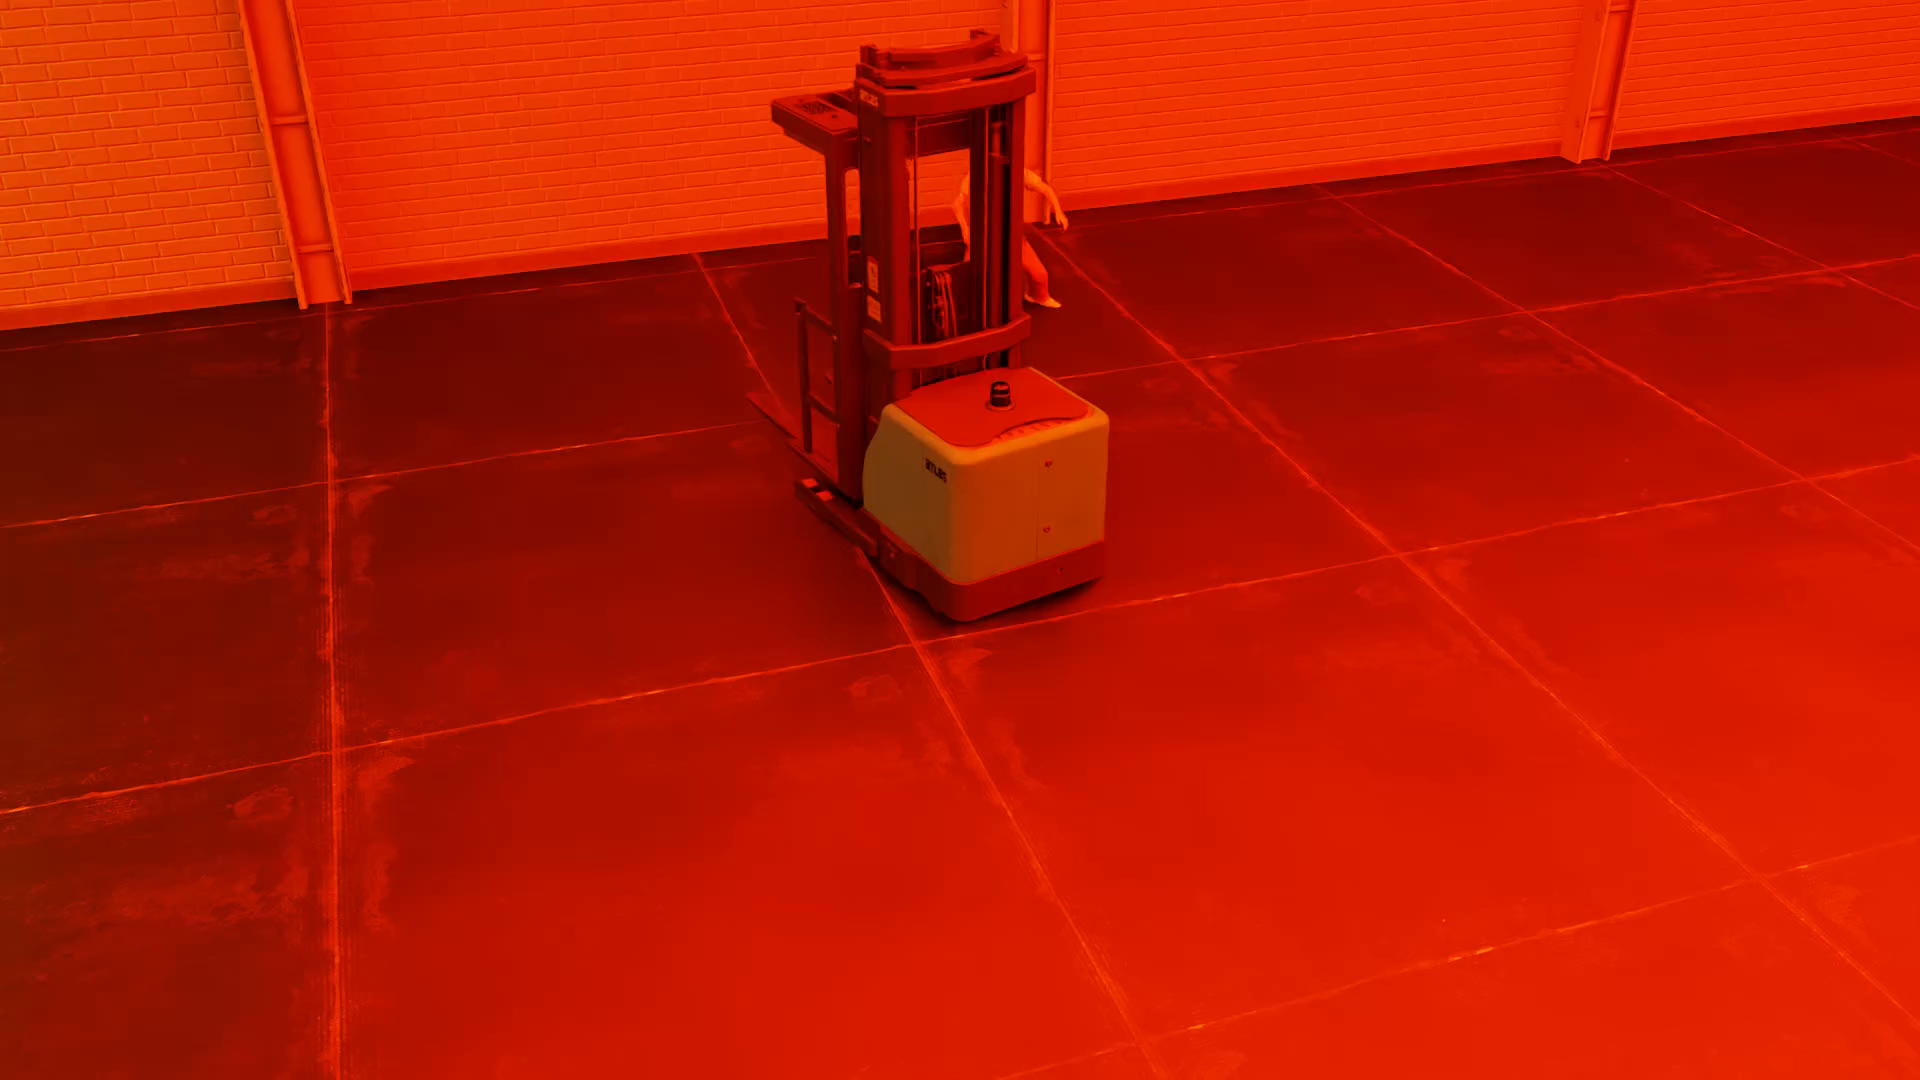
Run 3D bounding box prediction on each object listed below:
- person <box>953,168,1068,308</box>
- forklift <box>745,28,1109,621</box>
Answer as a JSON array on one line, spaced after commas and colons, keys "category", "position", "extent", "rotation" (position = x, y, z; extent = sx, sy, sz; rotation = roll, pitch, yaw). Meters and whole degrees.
[{"category": "person", "position": [0.348, -2.303, 12.563], "extent": [1.027, 1.518, 0.953], "rotation": [-5, 30, -8]}, {"category": "forklift", "position": [-0.375, -1.520, 9.728], "extent": [1.130, 2.935, 3.031], "rotation": [-17, 34, -27]}]
